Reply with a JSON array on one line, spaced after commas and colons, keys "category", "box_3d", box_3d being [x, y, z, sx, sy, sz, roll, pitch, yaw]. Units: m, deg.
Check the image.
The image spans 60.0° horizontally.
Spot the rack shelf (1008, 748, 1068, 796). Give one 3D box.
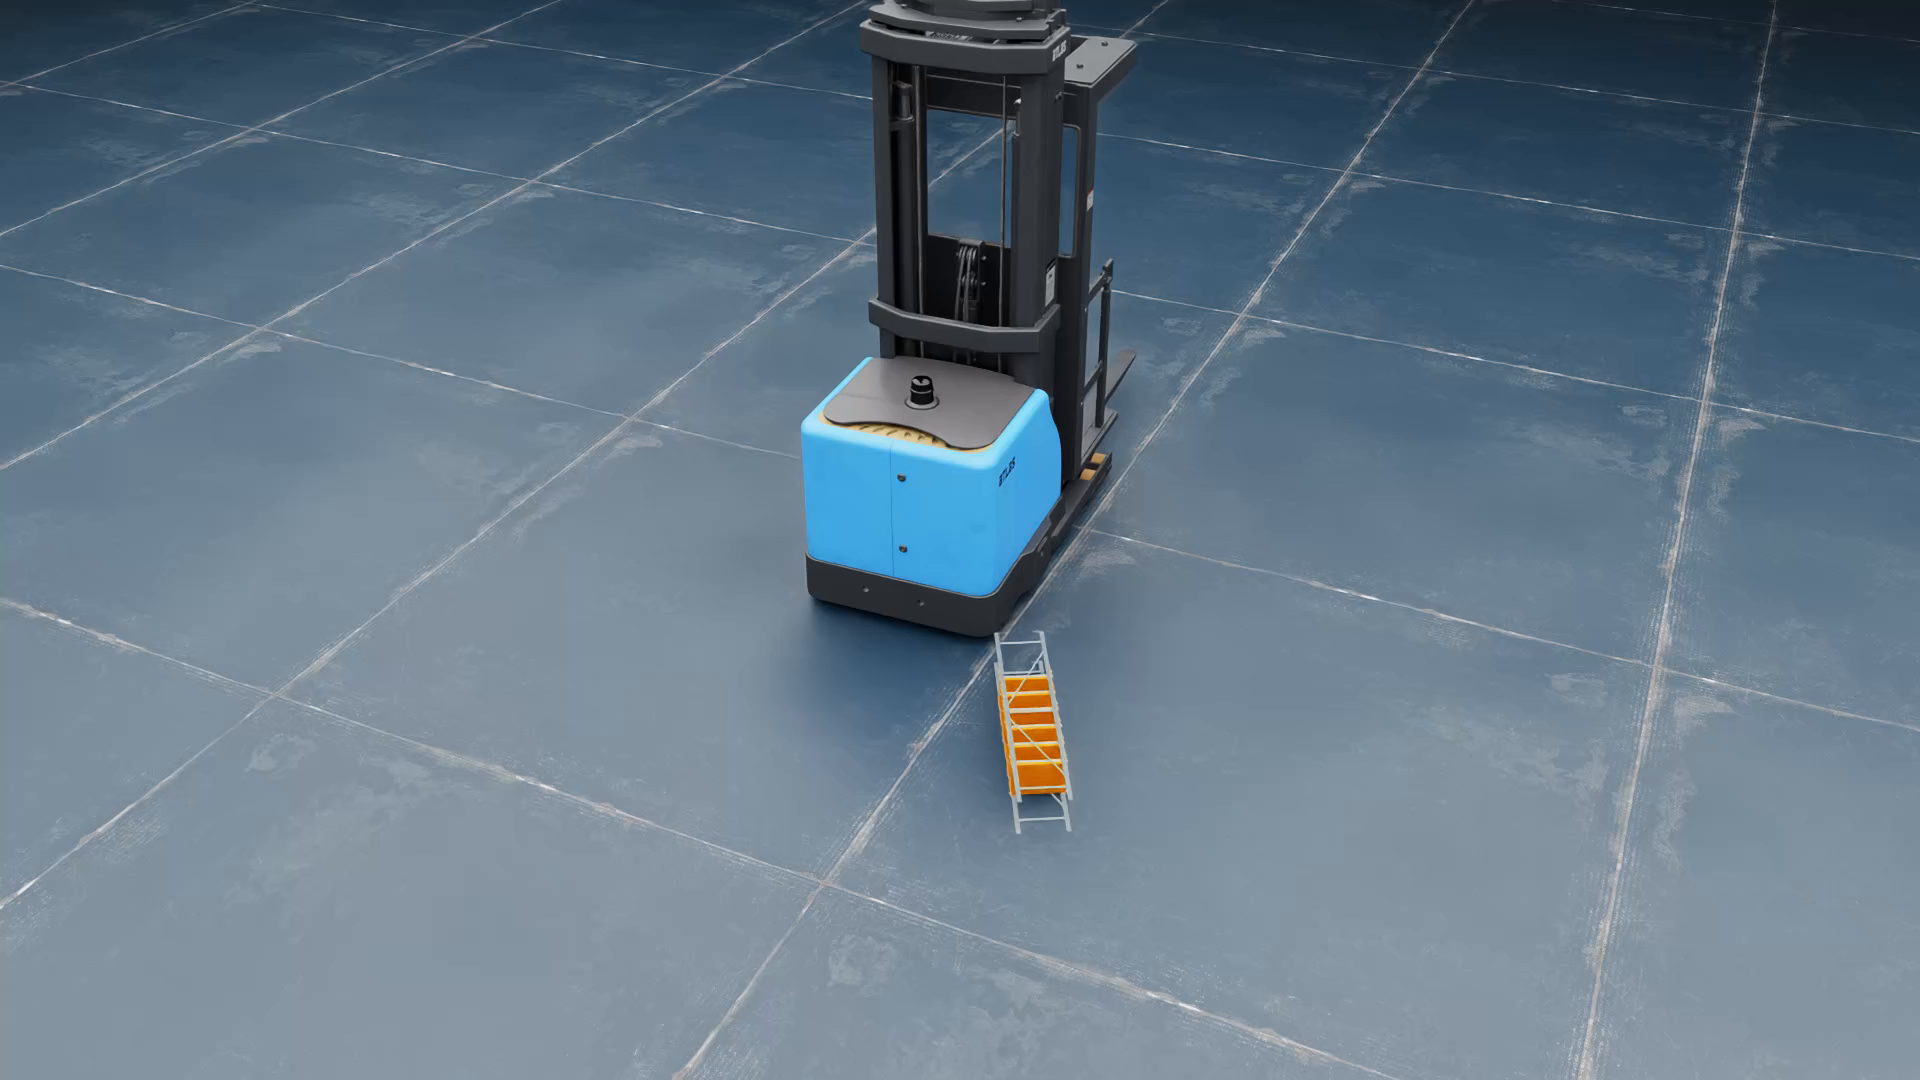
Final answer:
[{"category": "rack shelf", "box_3d": [0.344, 1.030, 7.372, 0.258, 0.180, 0.103, -2, 34, -3]}]

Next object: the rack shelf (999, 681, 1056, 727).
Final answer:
[{"category": "rack shelf", "box_3d": [0.314, 0.765, 7.771, 0.258, 0.180, 0.103, -2, 34, -3]}]

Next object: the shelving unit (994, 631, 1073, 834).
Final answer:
[{"category": "shelving unit", "box_3d": [0.324, 0.856, 7.634, 0.258, 0.189, 1.200, -2, 34, -3]}]

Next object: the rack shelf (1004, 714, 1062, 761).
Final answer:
[{"category": "rack shelf", "box_3d": [0.329, 0.898, 7.571, 0.258, 0.180, 0.103, -2, 34, -3]}]

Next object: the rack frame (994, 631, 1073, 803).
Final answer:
[{"category": "rack frame", "box_3d": [0.324, 0.780, 7.583, 0.240, 0.006, 1.200, -2, 34, -3]}]

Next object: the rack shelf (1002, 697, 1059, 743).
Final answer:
[{"category": "rack shelf", "box_3d": [0.321, 0.832, 7.671, 0.258, 0.180, 0.103, -2, 34, -3]}]

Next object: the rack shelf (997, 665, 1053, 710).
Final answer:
[{"category": "rack shelf", "box_3d": [0.306, 0.699, 7.870, 0.258, 0.180, 0.103, -2, 34, -3]}]

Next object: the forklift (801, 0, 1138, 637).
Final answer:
[{"category": "forklift", "box_3d": [0.236, -1.543, 8.799, 1.130, 2.935, 3.031, 13, 35, 18]}]

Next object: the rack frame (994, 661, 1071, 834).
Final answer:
[{"category": "rack frame", "box_3d": [0.324, 0.932, 7.684, 0.240, 0.006, 1.200, -2, 34, -3]}]

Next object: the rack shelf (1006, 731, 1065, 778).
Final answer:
[{"category": "rack shelf", "box_3d": [0.337, 0.964, 7.471, 0.258, 0.180, 0.103, -2, 34, -3]}]
